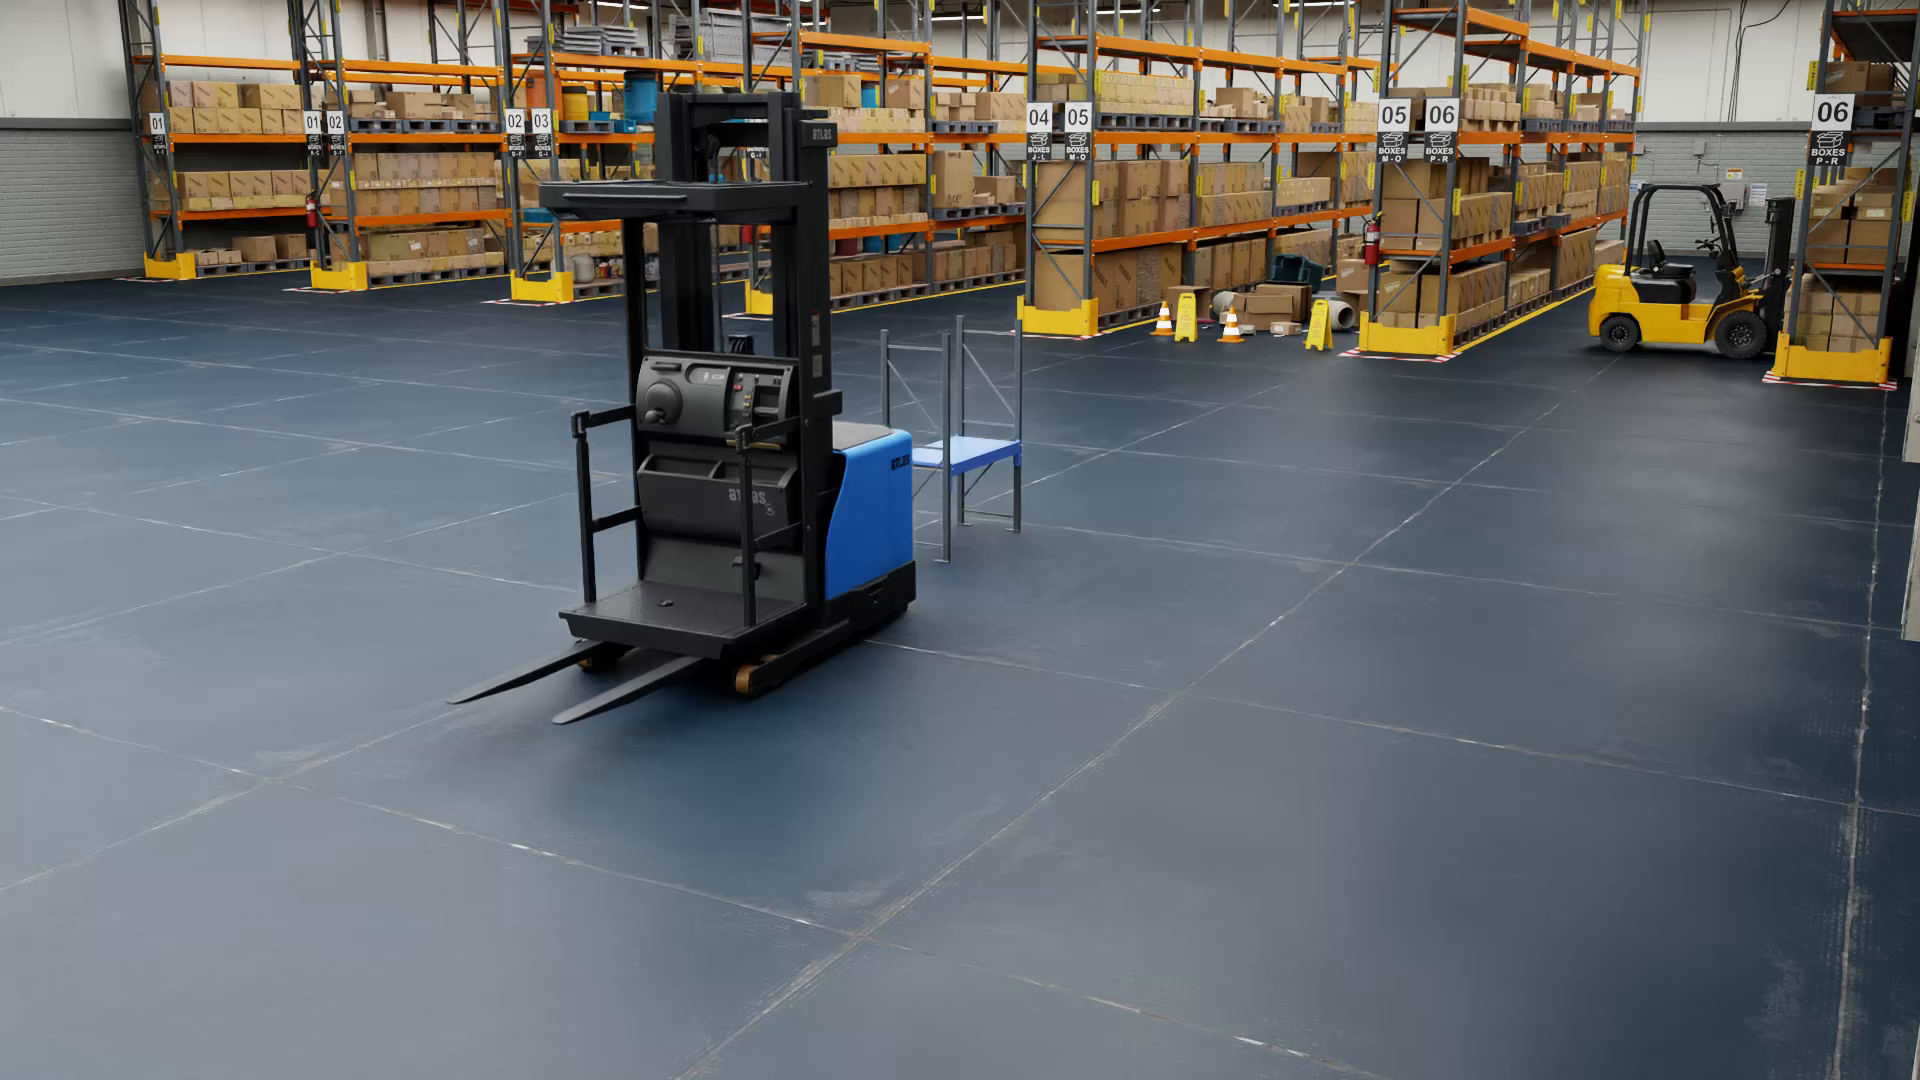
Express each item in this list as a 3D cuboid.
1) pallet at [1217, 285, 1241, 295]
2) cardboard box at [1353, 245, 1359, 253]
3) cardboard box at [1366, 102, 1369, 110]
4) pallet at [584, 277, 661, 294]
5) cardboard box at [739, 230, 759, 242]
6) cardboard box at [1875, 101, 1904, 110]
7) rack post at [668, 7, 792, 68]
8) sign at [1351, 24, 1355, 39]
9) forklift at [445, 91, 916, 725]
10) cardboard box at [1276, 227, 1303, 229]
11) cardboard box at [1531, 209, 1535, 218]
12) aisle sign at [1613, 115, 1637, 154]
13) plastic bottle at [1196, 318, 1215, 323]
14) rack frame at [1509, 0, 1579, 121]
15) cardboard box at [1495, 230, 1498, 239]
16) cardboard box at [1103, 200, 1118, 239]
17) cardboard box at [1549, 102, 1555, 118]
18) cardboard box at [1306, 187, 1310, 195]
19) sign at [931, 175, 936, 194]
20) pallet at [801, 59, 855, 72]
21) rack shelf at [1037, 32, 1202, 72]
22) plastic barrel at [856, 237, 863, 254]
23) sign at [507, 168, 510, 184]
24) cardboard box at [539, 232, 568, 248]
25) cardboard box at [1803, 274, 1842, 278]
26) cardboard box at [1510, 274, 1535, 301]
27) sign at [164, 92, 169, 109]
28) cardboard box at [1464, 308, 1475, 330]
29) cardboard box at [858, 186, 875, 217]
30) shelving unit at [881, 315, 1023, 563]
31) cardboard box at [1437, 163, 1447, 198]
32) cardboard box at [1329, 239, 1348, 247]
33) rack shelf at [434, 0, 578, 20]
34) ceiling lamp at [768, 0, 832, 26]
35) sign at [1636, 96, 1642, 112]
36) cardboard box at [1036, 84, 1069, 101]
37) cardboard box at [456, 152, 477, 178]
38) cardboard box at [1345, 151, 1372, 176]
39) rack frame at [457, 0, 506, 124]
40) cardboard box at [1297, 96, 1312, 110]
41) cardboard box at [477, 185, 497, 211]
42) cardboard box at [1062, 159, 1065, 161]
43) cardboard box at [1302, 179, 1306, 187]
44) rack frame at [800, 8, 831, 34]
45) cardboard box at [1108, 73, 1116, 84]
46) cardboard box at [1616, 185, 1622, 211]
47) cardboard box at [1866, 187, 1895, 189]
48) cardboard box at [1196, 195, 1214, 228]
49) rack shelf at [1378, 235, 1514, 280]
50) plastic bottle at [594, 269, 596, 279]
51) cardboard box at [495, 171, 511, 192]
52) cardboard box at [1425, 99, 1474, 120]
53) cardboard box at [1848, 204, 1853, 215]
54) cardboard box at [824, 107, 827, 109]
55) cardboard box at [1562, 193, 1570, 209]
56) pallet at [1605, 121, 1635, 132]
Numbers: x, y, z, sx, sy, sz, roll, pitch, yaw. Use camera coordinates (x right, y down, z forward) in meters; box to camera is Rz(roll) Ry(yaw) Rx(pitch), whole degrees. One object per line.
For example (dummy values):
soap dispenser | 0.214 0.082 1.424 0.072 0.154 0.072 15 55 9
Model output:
pallet | 4.239 -4.335 29.066 1.003 0.211 1.213 7 15 28
cardboard box | 8.260 -6.185 35.340 0.380 0.149 0.250 7 15 28
cardboard box | 8.356 -9.088 34.833 0.380 0.149 0.250 7 15 26
pallet | -6.235 -4.677 30.482 1.003 0.211 1.213 7 15 28
cardboard box | -5.360 -7.588 41.408 0.500 0.311 0.500 7 15 28
cardboard box | 12.655 -5.912 22.682 0.380 0.149 0.250 7 15 28
rack post | -4.408 -9.844 32.739 1.013 1.000 3.121 7 15 28
sign | 8.670 -11.205 36.650 0.100 0.325 0.005 7 15 28
forklift | -1.366 -0.758 8.425 1.130 2.935 3.031 7 15 26
cardboard box | 6.622 -6.146 33.464 0.500 0.250 0.500 7 15 26
cardboard box | 8.750 -5.108 25.961 0.380 0.149 0.250 8 15 28
aisle sign | 13.833 -8.438 34.588 0.394 0.787 0.004 7 15 28
plastic bottle | 3.719 -3.314 25.149 0.283 0.061 0.133 2 14 9
rack frame | 9.659 -8.470 27.466 1.000 3.000 0.127 7 15 28
cardboard box | 7.528 -4.414 23.977 0.380 0.149 0.250 7 15 28
cardboard box | 1.796 -4.722 24.399 0.875 0.550 0.550 7 15 28
cardboard box | 8.827 -6.607 25.561 0.500 0.250 0.500 7 15 27
cardboard box | 6.557 -6.766 32.204 0.380 0.149 0.250 7 15 28
sign | -0.471 -6.217 29.072 0.100 0.325 0.005 7 15 28
pallet | -2.976 -10.012 35.119 1.213 0.211 1.003 7 15 28
rack shelf | 2.377 -7.235 24.731 1.077 0.370 4.000 7 15 28
plastic barrel | -2.389 -6.692 37.304 0.421 0.512 0.421 0 14 0
sign | -9.133 -7.376 33.711 0.100 0.325 0.005 7 15 28
cardboard box | -8.706 -6.384 35.387 0.500 0.311 0.500 7 15 26
cardboard box | 11.308 -3.357 21.897 0.500 0.250 0.500 7 15 28
cardboard box | 8.656 -4.058 26.677 0.950 0.372 0.625 8 16 30
sign | -15.416 -8.540 32.293 0.100 0.325 0.005 7 15 28
cardboard box | 6.677 -3.018 22.621 0.500 0.250 0.500 8 16 30
cardboard box | -1.925 -5.653 27.734 0.875 0.500 0.500 7 15 28
shelving unit | -0.041 -0.712 11.285 0.538 1.500 1.048 7 15 28
cardboard box | 6.099 -4.824 22.162 0.700 0.500 0.500 8 15 29
cardboard box | 7.929 -6.232 34.902 0.380 0.149 0.250 7 15 27
rack shelf | -11.057 -12.953 40.503 1.077 0.370 4.000 7 15 28
ceiling lamp | -4.648 -16.020 46.328 2.000 3.185 0.800 7 15 28
sign | 13.995 -8.981 34.264 0.100 0.325 0.005 7 15 28
cardboard box | 1.402 -6.367 23.719 0.500 0.250 0.500 8 16 29
cardboard box | -10.072 -7.462 33.106 0.700 0.500 0.500 7 15 28
cardboard box | 8.400 -7.972 35.218 0.500 0.500 0.500 7 15 26
rack frame | -9.619 -9.895 33.378 1.000 3.000 0.127 7 15 28
cardboard box | 6.349 -8.325 32.147 0.797 0.503 0.637 7 15 27
cardboard box | -9.828 -6.936 33.689 0.700 0.500 0.500 7 15 27
cardboard box | 1.988 -7.632 34.439 0.797 0.503 0.637 8 16 30
cardboard box | 6.428 -6.858 31.952 0.380 0.149 0.250 7 15 27
rack frame | -3.818 -12.357 43.590 1.000 3.000 0.127 7 15 28
cardboard box | 1.972 -6.512 23.472 0.380 0.149 0.250 7 15 28
cardboard box | 13.029 -6.907 33.568 0.500 0.500 0.500 8 16 30
cardboard box | 11.909 -4.477 21.473 0.380 0.149 0.250 7 15 28
cardboard box | 3.833 -5.399 27.315 0.500 0.500 0.500 8 15 29
rack shelf | 6.759 -3.973 23.147 1.077 0.370 4.000 7 15 28
plastic bottle | -6.715 -4.876 30.391 0.097 0.201 0.097 0 14 0
cardboard box | -11.304 -8.740 40.495 0.500 0.500 0.500 8 16 30
cardboard box | 6.268 -5.515 21.295 0.500 0.250 0.500 7 15 27
cardboard box | 10.860 -4.124 20.644 0.380 0.149 0.250 7 15 28
cardboard box | -2.323 -6.752 26.211 0.380 0.149 0.250 7 15 27
cardboard box | 10.121 -5.800 28.443 0.500 0.250 0.500 7 15 28
pallet | 13.177 -8.457 34.000 1.003 0.211 1.213 7 15 28
